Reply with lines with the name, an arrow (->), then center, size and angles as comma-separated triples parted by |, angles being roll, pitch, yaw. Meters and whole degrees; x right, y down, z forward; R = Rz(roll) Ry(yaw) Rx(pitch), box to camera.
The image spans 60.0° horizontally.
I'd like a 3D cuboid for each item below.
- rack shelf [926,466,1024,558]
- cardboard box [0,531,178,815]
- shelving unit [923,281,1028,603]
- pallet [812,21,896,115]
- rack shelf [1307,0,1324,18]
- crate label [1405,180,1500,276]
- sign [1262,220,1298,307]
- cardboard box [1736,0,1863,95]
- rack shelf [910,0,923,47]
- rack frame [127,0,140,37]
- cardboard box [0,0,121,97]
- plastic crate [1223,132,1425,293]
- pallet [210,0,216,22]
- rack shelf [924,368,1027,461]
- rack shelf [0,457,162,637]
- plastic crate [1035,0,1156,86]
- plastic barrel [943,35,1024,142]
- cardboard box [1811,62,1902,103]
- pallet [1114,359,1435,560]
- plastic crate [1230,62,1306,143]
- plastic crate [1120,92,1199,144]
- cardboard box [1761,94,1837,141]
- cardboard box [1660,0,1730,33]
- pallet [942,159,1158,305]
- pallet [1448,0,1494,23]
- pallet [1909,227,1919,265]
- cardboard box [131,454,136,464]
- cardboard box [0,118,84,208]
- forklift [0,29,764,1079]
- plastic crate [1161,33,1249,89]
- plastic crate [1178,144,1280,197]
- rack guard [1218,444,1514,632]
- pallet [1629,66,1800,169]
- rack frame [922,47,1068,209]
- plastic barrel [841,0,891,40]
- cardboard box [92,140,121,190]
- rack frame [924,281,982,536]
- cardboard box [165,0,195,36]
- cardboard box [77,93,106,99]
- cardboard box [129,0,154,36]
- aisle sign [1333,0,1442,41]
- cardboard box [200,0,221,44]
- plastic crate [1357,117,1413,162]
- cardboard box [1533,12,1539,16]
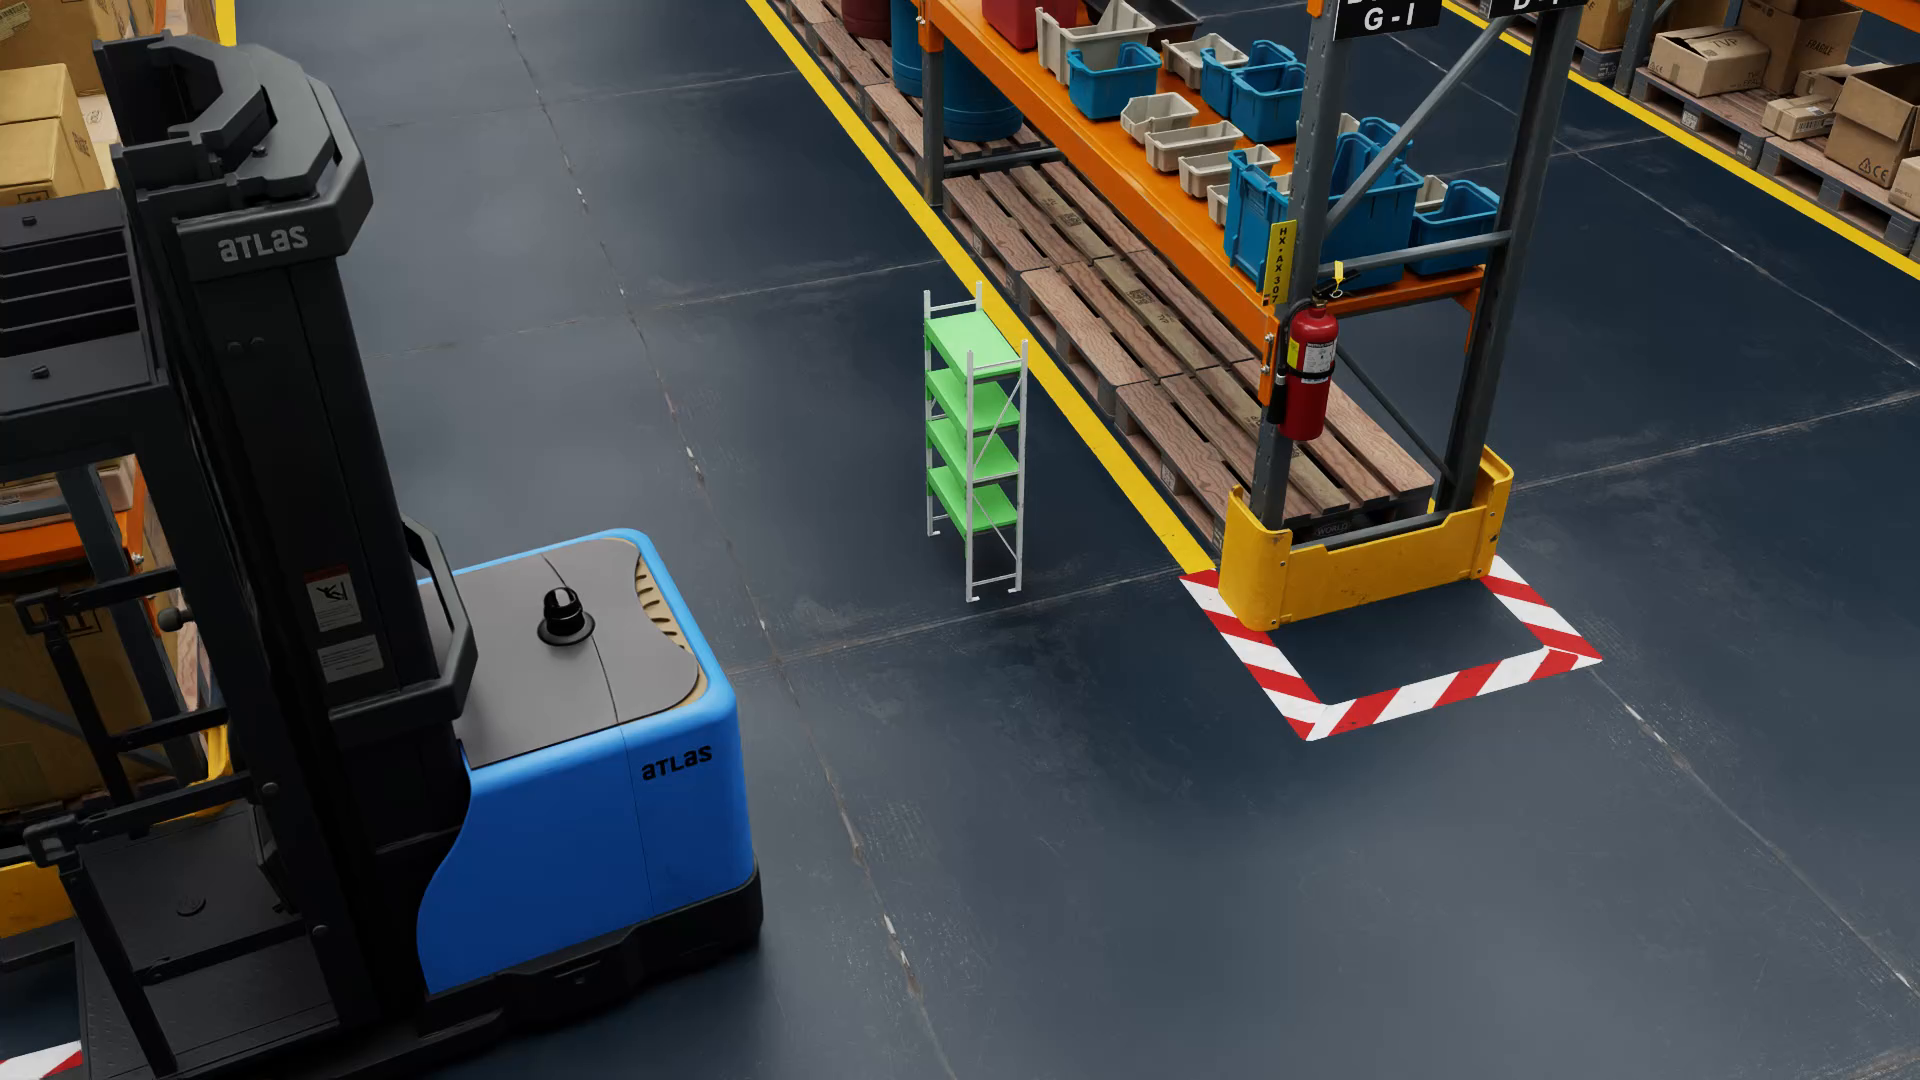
rack shelf -> 0.057, -0.143, 6.948 | 0.258, 0.148, 0.480 | -12, 39, -16
cardboard box -> -3.296, 0.319, 5.750 | 0.875, 0.875, 0.875 | -12, 39, -16
shelving unit -> 0.057, -0.386, 6.765 | 0.258, 1.200, 0.503 | -12, 39, -16
pallet -> -0.377, -3.323, 11.486 | 1.003, 0.211, 1.213 | -12, 39, -16
rack shelf -> 0.961, -3.083, 6.955 | 1.077, 0.370, 4.000 | -12, 39, -16
crate label -> 1.874, -1.207, 6.449 | 0.416, 0.233, 0.303 | -12, 39, -16
sign -> 1.139, -0.984, 5.928 | 0.100, 0.325, 0.005 | -12, 39, -16
cardboard box -> 5.388, -3.240, 10.770 | 0.500, 0.500, 0.500 | -12, 39, -16
rack shelf -> -0.415, -4.144, 10.857 | 1.077, 0.370, 4.000 | -12, 39, -16
rack frame -> -4.377, -2.277, 7.779 | 1.000, 3.000, 0.127 | -12, 39, -16
cardboard box -> -3.800, -2.147, 6.861 | 0.500, 0.500, 0.500 | -12, 39, -15
plastic crate -> 1.359, -1.231, 6.312 | 0.616, 0.435, 0.499 | -12, 39, -16
pallet -> -6.021, -3.864, 12.204 | 1.003, 0.211, 1.213 | -12, 39, -16
rack shelf -> 0.057, -0.526, 6.659 | 0.258, 0.148, 0.480 | -12, 39, -16
rack shelf -> -3.689, -0.859, 6.496 | 1.077, 0.370, 4.000 | -12, 39, -16
plastic crate -> 0.626, -2.378, 7.962 | 0.437, 0.282, 0.530 | -12, 39, -16
plastic barrel -> 0.102, -2.942, 10.058 | 0.600, 0.901, 0.708 | -12, 39, -16
cardboard box -> 5.646, -2.740, 10.264 | 0.500, 0.311, 0.500 | -12, 39, -16
pallet -> 1.402, -0.402, 7.609 | 1.003, 0.211, 1.213 | -12, 39, -16
plastic crate -> 1.421, -1.951, 7.436 | 0.416, 0.233, 0.300 | -12, 39, -16
plastic crate -> 0.875, -1.867, 7.404 | 0.298, 0.136, 0.250 | -12, 39, -16
cardboard box -> 5.174, -2.601, 10.199 | 0.380, 0.166, 0.250 | -12, 39, -16
cardboard box -> 4.988, -3.826, 11.549 | 0.500, 0.500, 0.500 | -14, 39, -18
pallet -> 0.563, -1.781, 9.439 | 1.003, 0.211, 1.213 | -12, 39, -16
pallet -> 4.186, -4.354, 12.854 | 1.003, 0.211, 1.213 | -12, 39, -16
pallet -> 6.000, -1.445, 8.993 | 1.003, 0.211, 1.213 | -12, 39, -16
cardboard box -> -2.903, -0.330, 5.404 | 0.380, 0.149, 0.250 | -13, 39, -17
cardboard box -> -3.085, -0.985, 5.318 | 0.500, 0.500, 0.500 | -13, 39, -17
forklift -> -2.204, 0.271, 4.454 | 3.031, 2.935, 1.130 | -16, 40, -20
plastic crate -> 1.155, -2.299, 7.979 | 0.293, 0.136, 0.466 | -12, 39, -16
plastic crate -> 1.113, -1.551, 6.985 | 0.396, 0.136, 0.243 | -12, 39, -16
rack guard -> 1.670, -0.033, 6.878 | 1.175, 0.500, 0.348 | -12, 39, -16
pallet -> 5.161, -2.823, 10.823 | 1.003, 0.211, 1.213 | -12, 39, -16
rack frame -> 0.273, -3.302, 9.141 | 1.000, 3.000, 0.127 | -12, 39, -16
plastic barrel -> -0.530, -3.855, 11.530 | 0.600, 0.588, 0.708 | -12, 39, -16
cardboard box -> -3.452, -1.273, 6.325 | 0.500, 0.250, 0.500 | -13, 39, -17
rack frame -> -0.027, -0.524, 6.948 | 0.240, 1.200, 0.015 | -12, 39, -16
cardboard box -> -4.925, -2.458, 9.436 | 1.225, 0.875, 0.875 | -14, 39, -18
cardboard box -> -3.799, -1.849, 7.088 | 0.500, 0.250, 0.500 | -11, 38, -15
cardboard box -> -4.301, -2.628, 8.163 | 0.500, 0.500, 0.500 | -12, 39, -16
aisle sign -> 1.399, -1.979, 5.224 | 0.394, 0.787, 0.004 | -12, 39, -16
cardboard box -> -5.536, -3.461, 10.769 | 1.225, 0.875, 0.875 | -14, 39, -18
plastic crate -> 1.647, -1.579, 6.942 | 0.416, 0.233, 0.300 | -12, 39, -16
cardboard box -> 4.324, -4.003, 11.783 | 0.500, 0.500, 0.500 | -12, 39, -16
